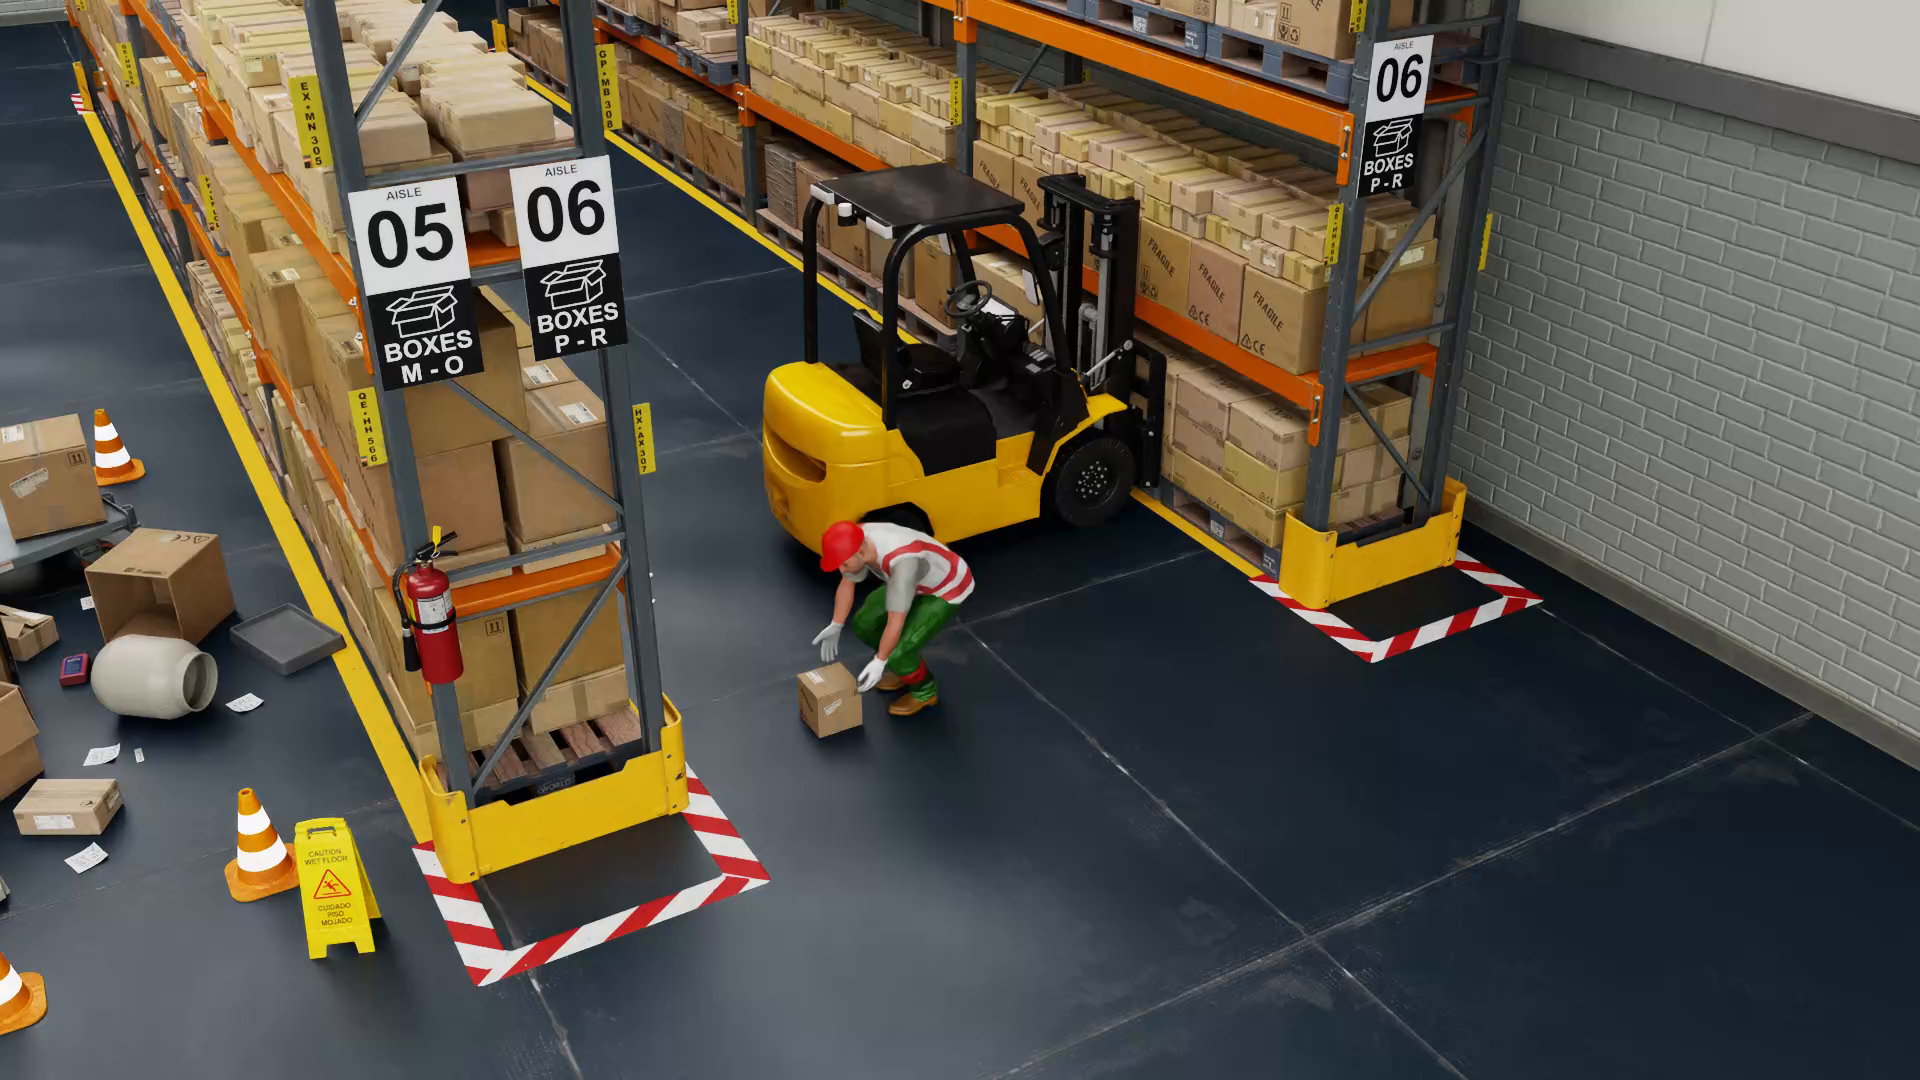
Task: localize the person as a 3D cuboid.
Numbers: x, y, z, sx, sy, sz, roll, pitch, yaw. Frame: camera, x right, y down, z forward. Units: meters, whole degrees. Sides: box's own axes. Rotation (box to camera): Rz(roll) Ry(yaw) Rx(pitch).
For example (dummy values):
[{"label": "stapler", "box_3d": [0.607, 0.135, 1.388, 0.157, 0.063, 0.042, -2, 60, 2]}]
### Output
[{"label": "person", "box_3d": [-0.322, 0.350, 8.548, 0.852, 1.172, 0.583, -16, 32, -26]}]
